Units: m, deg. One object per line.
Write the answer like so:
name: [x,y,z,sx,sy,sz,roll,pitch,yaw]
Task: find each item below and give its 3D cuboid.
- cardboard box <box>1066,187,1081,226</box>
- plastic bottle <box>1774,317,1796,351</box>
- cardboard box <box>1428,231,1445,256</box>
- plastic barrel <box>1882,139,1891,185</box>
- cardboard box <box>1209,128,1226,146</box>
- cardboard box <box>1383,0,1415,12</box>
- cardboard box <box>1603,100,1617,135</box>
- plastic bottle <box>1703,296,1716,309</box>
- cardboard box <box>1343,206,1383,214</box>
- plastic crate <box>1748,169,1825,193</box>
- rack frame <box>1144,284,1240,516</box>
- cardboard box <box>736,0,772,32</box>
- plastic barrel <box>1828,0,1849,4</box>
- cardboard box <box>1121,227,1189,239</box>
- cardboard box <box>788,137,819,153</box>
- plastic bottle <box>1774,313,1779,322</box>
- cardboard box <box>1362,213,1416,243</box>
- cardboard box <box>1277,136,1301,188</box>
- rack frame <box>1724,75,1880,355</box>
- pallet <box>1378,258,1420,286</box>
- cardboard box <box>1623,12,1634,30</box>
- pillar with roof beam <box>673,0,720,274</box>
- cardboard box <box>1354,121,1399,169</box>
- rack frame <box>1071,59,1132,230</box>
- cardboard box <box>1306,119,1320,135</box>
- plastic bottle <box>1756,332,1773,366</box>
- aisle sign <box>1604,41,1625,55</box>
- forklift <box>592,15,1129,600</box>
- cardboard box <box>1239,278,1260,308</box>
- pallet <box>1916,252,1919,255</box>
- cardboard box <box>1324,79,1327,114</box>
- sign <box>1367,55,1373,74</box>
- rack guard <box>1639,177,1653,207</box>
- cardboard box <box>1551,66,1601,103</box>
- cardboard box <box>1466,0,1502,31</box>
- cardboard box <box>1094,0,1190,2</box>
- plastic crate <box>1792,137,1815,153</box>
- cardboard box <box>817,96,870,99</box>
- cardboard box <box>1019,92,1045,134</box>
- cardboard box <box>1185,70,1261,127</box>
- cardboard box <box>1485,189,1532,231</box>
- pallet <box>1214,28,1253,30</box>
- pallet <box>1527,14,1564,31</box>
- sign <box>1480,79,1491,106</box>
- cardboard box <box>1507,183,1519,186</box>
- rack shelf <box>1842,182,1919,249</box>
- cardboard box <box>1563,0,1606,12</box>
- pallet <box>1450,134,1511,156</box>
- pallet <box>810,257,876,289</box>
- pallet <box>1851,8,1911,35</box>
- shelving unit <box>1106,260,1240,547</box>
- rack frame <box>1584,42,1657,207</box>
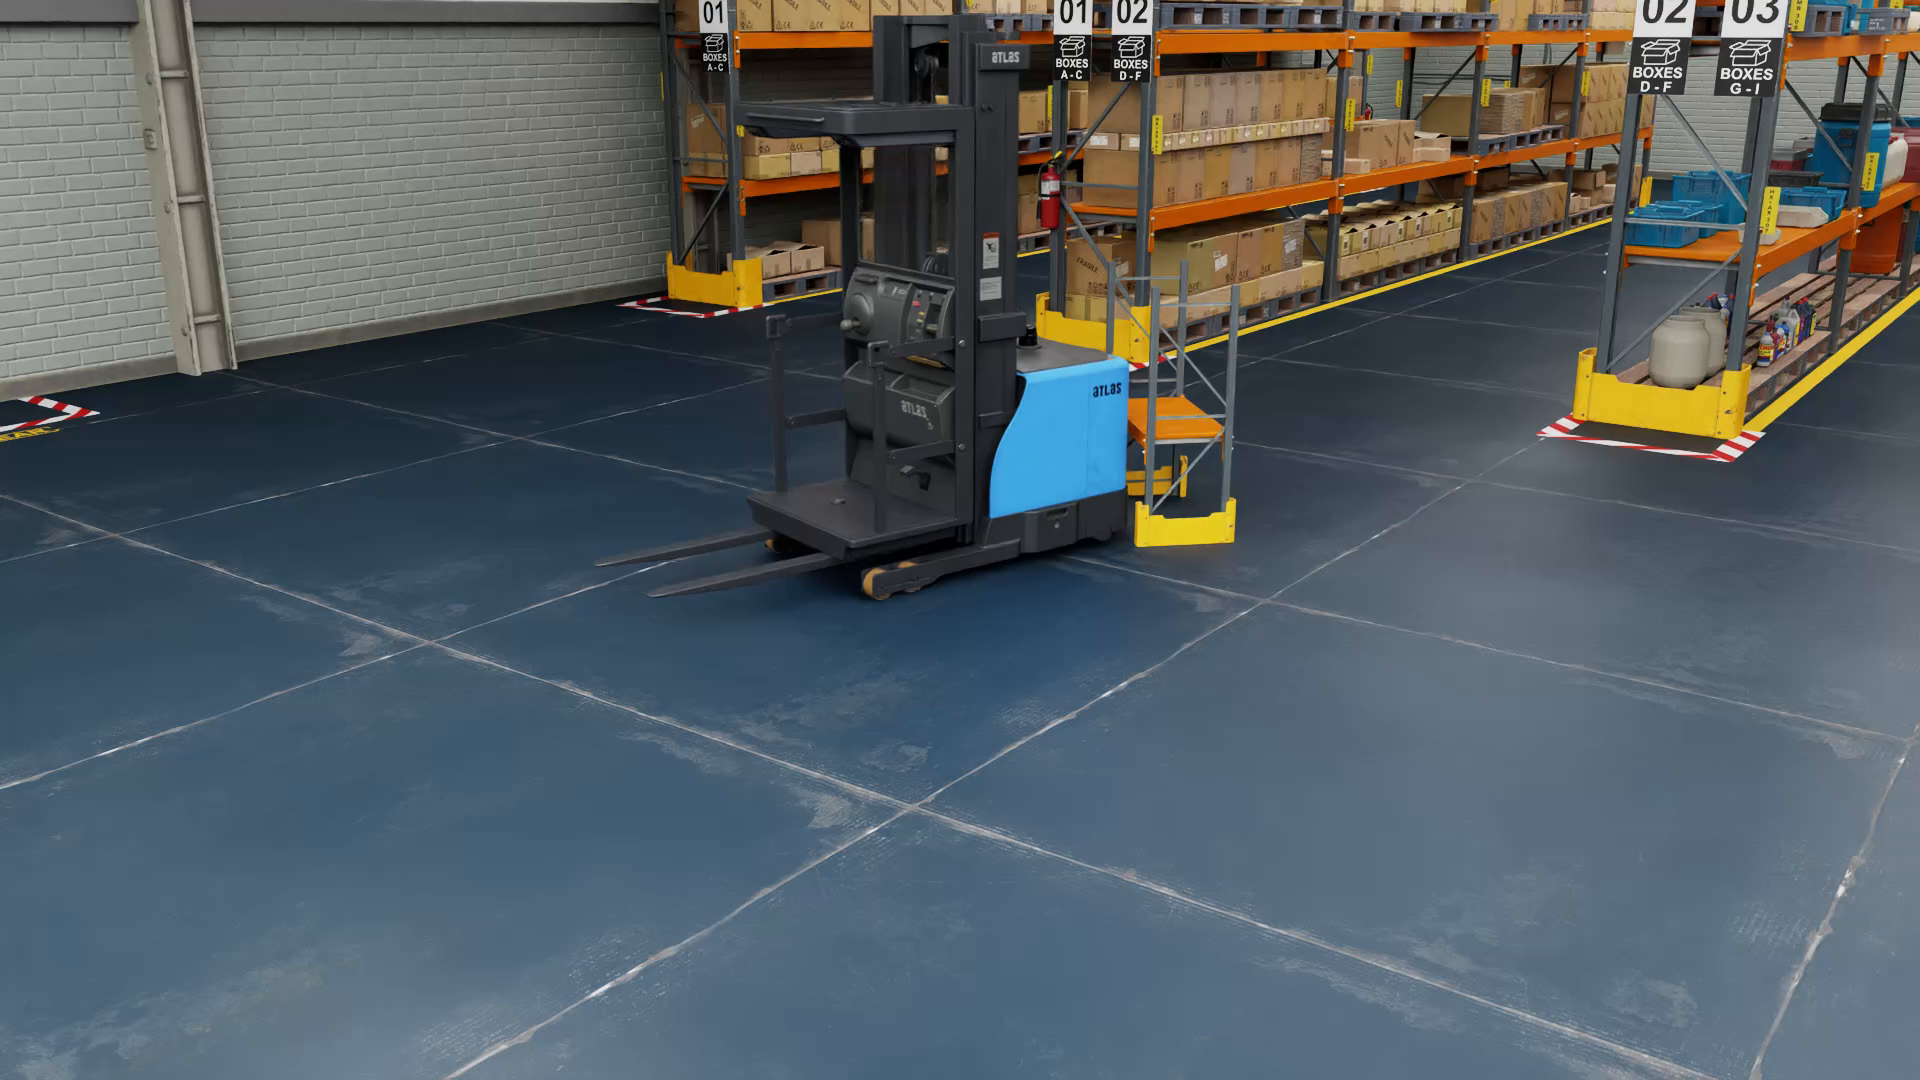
cardboard box: [1.260,-4.665,23.181,0.700,0.500,0.500,12,21,35]
plastic bottle: [7.062,-1.772,14.244,0.152,0.276,0.135,13,21,36]
cardboard box: [5.606,-3.653,20.376,0.500,0.250,0.500,12,21,34]
plastic barrel: [8.804,-3.657,16.232,0.433,0.535,0.433,0,17,0]
cardboard box: [2.282,-3.811,15.695,0.380,0.149,0.250,12,21,33]
cardboard box: [4.833,-6.110,18.849,0.500,0.250,0.500,10,20,30]
cardboard box: [9.537,-6.372,25.036,0.500,0.500,0.500,12,21,34]
plastic bottle: [6.694,-2.009,14.881,0.144,0.351,0.185,11,21,32]
cardboard box: [4.868,-3.892,20.200,0.500,0.311,0.500,12,21,33]
plastic crate: [7.207,-3.096,14.761,0.767,0.338,0.504,12,21,35]
rack frame: [1.310,-0.695,9.454,0.500,1.500,0.032,-3,17,-8]
cardboard box: [-2.319,-5.551,17.302,0.500,0.500,0.500,13,22,36]
plastic barrel: [7.749,-5.059,15.075,0.600,0.901,0.708,12,21,35]
cardboard box: [1.926,-2.818,16.425,0.500,0.500,0.500,12,21,35]
cardboard box: [-1.891,-4.499,18.127,0.500,0.500,0.500,12,21,35]
plastic bottle: [7.064,-1.826,14.404,0.061,0.283,0.133,12,21,35]
cardboard box: [5.006,-3.680,19.520,0.500,0.311,0.500,13,22,36]
cardboard box: [3.077,-3.918,17.135,0.700,0.500,0.500,12,21,34]
rack frame: [7.621,-3.228,15.081,1.000,3.000,0.127,12,21,35]
pallet: [4.779,-3.247,19.843,1.003,0.211,1.213,12,21,35]
cardboard box: [9.796,-7.800,24.997,0.500,0.250,0.500,12,21,35]
pillar with roof beam: [0.461,-6.450,15.340,9.100,9.000,0.400,12,21,35]
cardboard box: [4.728,-4.577,19.255,0.500,0.500,0.500,12,21,35]
rack frame: [2.048,-5.931,23.786,1.000,3.000,0.127,12,21,35]
cardboard box: [3.506,-4.301,17.272,0.380,0.149,0.250,12,21,34]
plastic bottle: [6.568,-1.559,13.566,0.097,0.271,0.097,0,17,0]
aisle sign: [10.600,-8.272,26.940,0.394,0.787,0.004,12,21,35]
forklift: [-0.501,-1.260,8.859,3.031,2.935,1.130,-13,21,-35]
cardboard box: [2.655,-2.484,16.614,0.500,0.250,0.500,12,21,35]
pallet: [11.894,-3.625,21.062,1.003,0.211,1.213,12,21,35]
cardboard box: [5.632,-7.502,28.337,0.980,0.700,0.700,11,20,32]
sign: [7.242,-8.404,29.396,0.100,0.325,0.005,12,21,35]
rack guard: [10.750,-5.751,27.418,1.175,0.500,0.348,12,21,35]
cardboard box: [8.918,-6.597,24.076,0.500,0.500,0.500,13,22,36]
cardboard box: [6.261,-6.647,20.864,0.910,0.500,0.500,12,21,35]
cardboard box: [1.607,-5.037,14.730,0.797,0.503,0.637,14,22,38]
plastic crate: [8.796,-3.881,17.074,0.402,0.464,0.583,12,21,35]
cardboard box: [-1.396,-4.959,19.611,0.500,0.500,0.500,13,22,36]
cardboard box: [0.701,-5.646,21.956,0.700,0.500,0.500,16,24,42]
cardboard box: [2.489,-4.306,16.196,0.700,0.500,0.500,12,21,35]
cardboard box: [7.446,-4.501,22.652,0.500,0.500,0.500,12,21,33]
pallet: [3.924,-7.998,25.706,0.805,0.209,1.217,11,21,33]
pallet: [7.351,-6.962,22.364,1.213,0.211,1.003,12,21,35]
sign: [6.476,-5.513,20.485,0.100,0.325,0.005,12,21,35]
cardboard box: [7.619,-4.825,23.696,0.500,0.500,0.500,13,21,35]
rack shelf: [8.812,-3.361,16.721,1.077,0.370,4.000,12,21,35]
cardboard box: [8.901,-7.681,23.773,0.500,0.250,0.500,12,21,35]
pallet: [6.376,-5.139,21.559,1.213,0.211,1.003,12,21,35]
pallet: [-1.434,-3.189,19.657,1.003,0.211,1.213,12,21,35]
pallet: [7.269,-4.381,14.055,1.213,0.211,1.003,12,21,35]
shelving unit: [1.231,-0.847,9.942,0.587,1.500,1.083,-3,17,-8]
rack frame: [10.795,-6.962,27.106,1.000,3.000,0.127,12,21,35]
